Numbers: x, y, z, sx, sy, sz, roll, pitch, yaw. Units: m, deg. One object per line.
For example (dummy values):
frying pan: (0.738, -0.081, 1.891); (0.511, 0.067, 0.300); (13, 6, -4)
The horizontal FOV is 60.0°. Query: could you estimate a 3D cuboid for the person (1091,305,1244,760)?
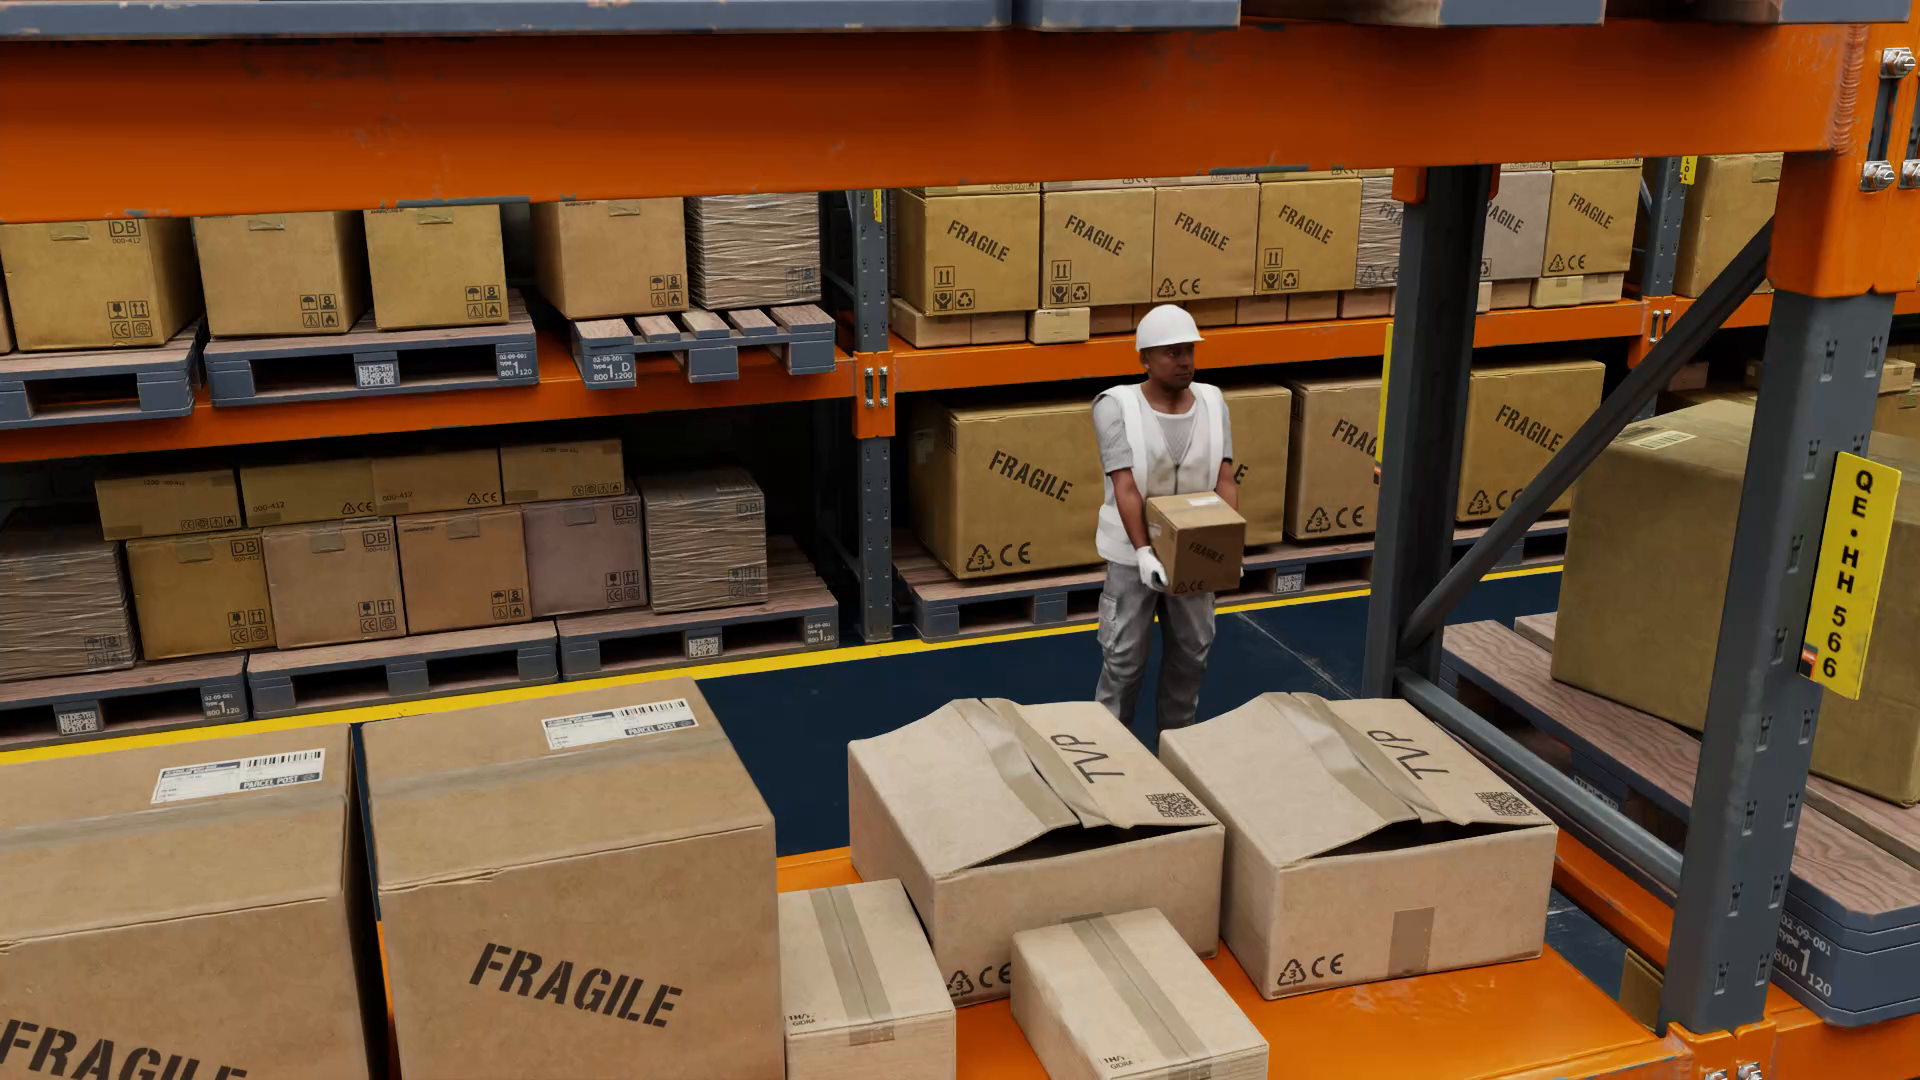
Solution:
person: (0.736, 0.094, 5.764); (0.489, 1.781, 0.565); (-6, 20, -17)
